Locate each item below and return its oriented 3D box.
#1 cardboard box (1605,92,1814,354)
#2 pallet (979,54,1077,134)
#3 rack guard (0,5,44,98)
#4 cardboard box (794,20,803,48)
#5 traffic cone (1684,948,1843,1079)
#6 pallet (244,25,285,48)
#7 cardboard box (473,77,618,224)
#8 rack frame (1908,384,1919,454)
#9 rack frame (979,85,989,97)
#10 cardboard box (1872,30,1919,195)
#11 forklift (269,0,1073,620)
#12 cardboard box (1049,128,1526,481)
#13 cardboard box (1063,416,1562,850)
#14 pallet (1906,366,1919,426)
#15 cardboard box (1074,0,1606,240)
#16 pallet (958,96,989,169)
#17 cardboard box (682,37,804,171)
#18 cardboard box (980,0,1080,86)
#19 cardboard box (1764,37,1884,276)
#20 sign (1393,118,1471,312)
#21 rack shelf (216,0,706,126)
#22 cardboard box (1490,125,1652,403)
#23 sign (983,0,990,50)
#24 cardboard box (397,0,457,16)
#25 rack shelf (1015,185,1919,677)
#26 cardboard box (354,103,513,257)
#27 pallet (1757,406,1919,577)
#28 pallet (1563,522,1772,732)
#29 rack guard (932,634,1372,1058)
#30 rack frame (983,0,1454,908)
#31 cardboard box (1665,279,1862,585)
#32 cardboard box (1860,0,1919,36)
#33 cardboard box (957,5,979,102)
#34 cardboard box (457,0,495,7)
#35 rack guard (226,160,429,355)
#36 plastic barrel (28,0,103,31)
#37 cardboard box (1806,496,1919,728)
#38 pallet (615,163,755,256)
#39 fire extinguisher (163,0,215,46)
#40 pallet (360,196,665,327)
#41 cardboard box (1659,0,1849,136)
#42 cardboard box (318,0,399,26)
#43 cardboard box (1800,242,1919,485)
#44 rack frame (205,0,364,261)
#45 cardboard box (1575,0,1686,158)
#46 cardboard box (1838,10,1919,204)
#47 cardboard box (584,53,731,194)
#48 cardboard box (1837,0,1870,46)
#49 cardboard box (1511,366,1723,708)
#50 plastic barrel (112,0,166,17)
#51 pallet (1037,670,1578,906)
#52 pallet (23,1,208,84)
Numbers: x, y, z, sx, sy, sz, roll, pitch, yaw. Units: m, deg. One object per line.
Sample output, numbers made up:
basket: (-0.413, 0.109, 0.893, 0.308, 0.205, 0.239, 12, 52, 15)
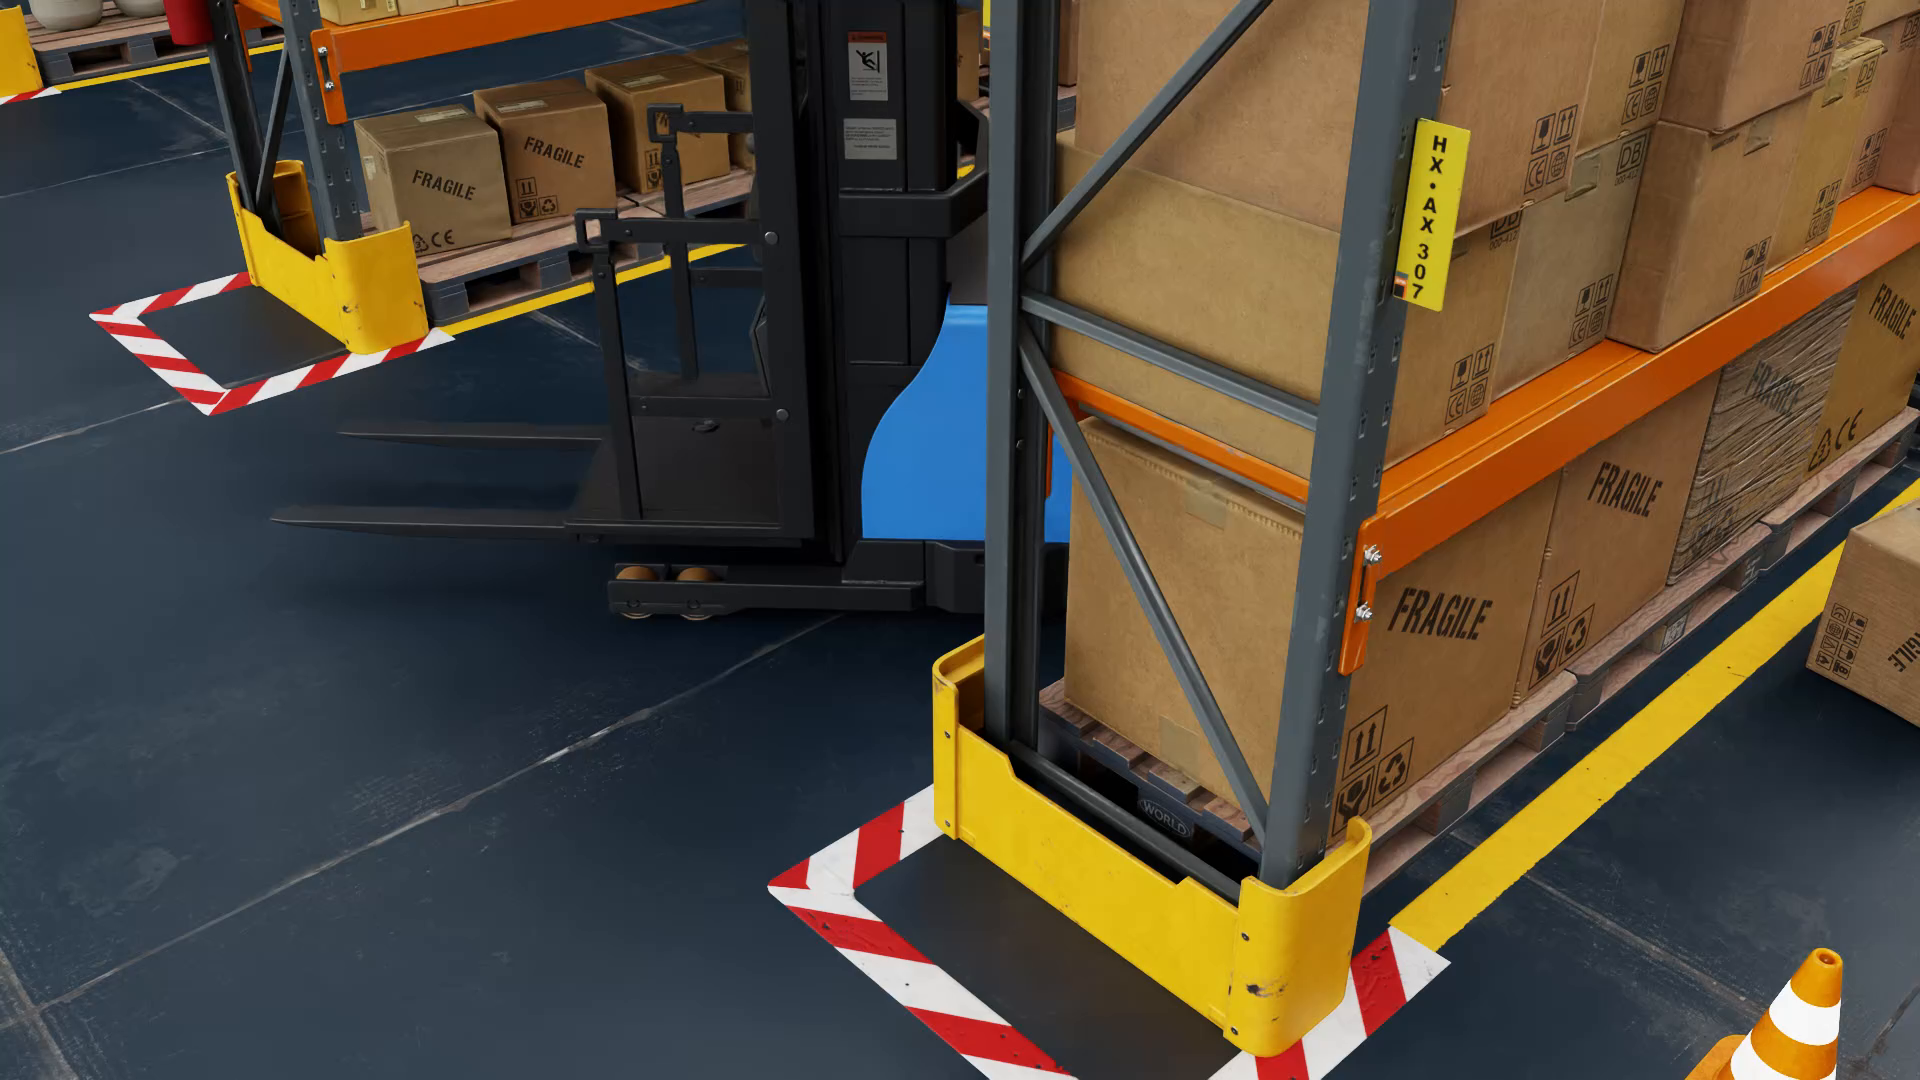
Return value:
cardboard box: (1.569, -0.940, 4.267, 0.550, 0.550, 0.875, -26, 40, -35)
pallet: (0.648, -2.812, 10.146, 1.213, 0.211, 1.003, -26, 40, -35)
rack guard: (-6.199, -3.179, 10.470, 0.348, 0.500, 1.175, -26, 40, -35)
cardboard box: (-0.657, -2.505, 8.964, 0.500, 0.500, 0.500, -13, 34, -21)
traffic cone: (1.799, 1.065, 3.565, 0.334, 0.463, 0.336, -26, 40, -35)
pallet: (-4.705, -3.772, 11.717, 1.213, 0.211, 1.003, -26, 40, -35)
cardboard box: (-1.970, -1.859, 7.908, 0.500, 0.500, 0.500, -15, 35, -23)
rack frame: (3.377, -1.791, 5.804, 0.127, 3.000, 1.000, -26, 40, -35)
rack frame: (0.078, -3.725, 8.966, 0.127, 3.000, 1.000, -26, 40, -35)
cardboard box: (2.726, -1.516, 5.210, 0.550, 0.550, 0.875, -26, 40, -35)
forklift: (-0.733, -1.267, 5.013, 3.031, 2.935, 1.130, 1, 31, 2)
cardboard box: (0.685, -0.585, 3.688, 0.550, 0.550, 0.875, -26, 40, -35)
cardboard box: (0.896, 0.089, 4.363, 0.875, 0.875, 0.875, -26, 40, -35)
pallet: (3.891, -0.904, 7.026, 1.213, 0.211, 1.003, -26, 40, -35)
cardboard box: (0.742, -1.014, 3.354, 0.550, 0.550, 0.875, -26, 40, -35)
pallet: (-0.390, -2.283, 9.282, 1.213, 0.211, 1.003, -26, 40, -35)
cardboard box: (-1.059, -2.254, 8.555, 0.500, 0.500, 0.500, 25, 39, 35)
cardboard box: (0.543, -3.055, 9.846, 0.700, 0.500, 0.500, 26, 40, 35)
cardboard box: (1.930, -1.143, 4.601, 0.500, 0.550, 0.875, -26, 40, -35)
sign: (0.817, -0.561, 2.887, 0.005, 0.325, 0.100, -26, 40, -35)
rack shelf: (-1.388, -2.708, 7.993, 4.000, 0.370, 1.077, -26, 40, -35)
cardboard box: (1.073, -0.789, 4.021, 0.550, 0.550, 0.875, -26, 40, -35)
sign: (0.085, -1.180, 3.468, 0.005, 0.325, 0.100, -26, 40, -35)
cardboard box: (-2.287, -2.290, 6.860, 0.250, 0.149, 0.380, -26, 40, -35)
rack shelf: (1.910, -0.775, 4.832, 4.000, 0.370, 1.077, -26, 40, -35)
cardboard box: (-2.385, -1.634, 7.540, 0.500, 0.500, 0.500, -18, 36, -27)
pallet: (2.766, -0.362, 6.140, 1.213, 0.211, 1.003, -26, 40, -35)
pallet: (1.871, 0.073, 5.428, 1.213, 0.211, 1.003, -26, 40, -35)
rack guard: (0.426, 0.702, 4.122, 0.348, 0.500, 1.175, -26, 40, -35)
rack frame: (0.444, -0.373, 3.484, 0.127, 3.000, 1.000, -26, 40, -35)
cardboard box: (2.210, -0.547, 5.403, 0.875, 0.875, 0.875, -25, 40, -35)
cardboard box: (2.269, -1.820, 4.672, 0.550, 0.550, 0.875, -26, 40, -35)
cardboard box: (-0.242, -2.711, 9.301, 0.500, 0.500, 0.500, -27, 41, -37)
cardboard box: (-2.094, -2.373, 6.996, 0.250, 0.149, 0.380, -26, 40, -35)
rack guard: (-2.799, -1.266, 7.342, 0.348, 0.500, 1.175, -26, 40, -35)
plastic barrel: (-5.792, -3.581, 10.713, 0.421, 0.512, 0.421, 0, 31, 0)
cardboard box: (2.936, 0.217, 4.913, 0.500, 0.500, 0.500, -19, 36, -28)
pallet: (-1.285, -1.848, 8.570, 1.213, 0.211, 1.003, -26, 40, -35)
fire extinguisher: (-3.252, -2.408, 6.888, 0.183, 0.674, 0.296, -26, 40, -35)
pallet: (-2.179, -1.418, 7.866, 1.213, 0.211, 1.003, -26, 40, -35)
cardboard box: (1.586, -1.391, 3.971, 0.550, 0.550, 0.875, -26, 40, -35)
cardboard box: (-2.484, -2.208, 6.727, 0.250, 0.149, 0.380, -26, 40, -35)
cardboard box: (2.868, -0.868, 5.928, 0.875, 0.875, 0.875, -25, 39, -35)
rack frame: (-2.855, -2.306, 6.645, 0.127, 3.000, 1.000, -26, 40, -35)
cardboard box: (1.083, -1.244, 3.731, 0.550, 0.550, 0.875, -26, 40, -35)
cardboard box: (2.250, -1.370, 4.971, 0.550, 0.550, 0.875, -26, 40, -35)
cardboard box: (-1.498, -2.074, 8.259, 0.500, 0.500, 0.500, -22, 38, -31)
cardboard box: (1.886, -1.629, 4.360, 0.500, 0.550, 0.875, -26, 40, -35)
cardboard box: (1.540, -0.224, 4.875, 0.875, 0.875, 0.875, -27, 40, -36)
plastic barrel: (-5.424, -3.759, 11.004, 0.421, 0.512, 0.421, 0, 31, 0)
pallet: (0.977, 0.504, 4.724, 1.213, 0.211, 1.003, -26, 40, -35)
pallet: (-5.599, -3.342, 11.013, 1.213, 0.211, 1.003, -26, 40, -35)
